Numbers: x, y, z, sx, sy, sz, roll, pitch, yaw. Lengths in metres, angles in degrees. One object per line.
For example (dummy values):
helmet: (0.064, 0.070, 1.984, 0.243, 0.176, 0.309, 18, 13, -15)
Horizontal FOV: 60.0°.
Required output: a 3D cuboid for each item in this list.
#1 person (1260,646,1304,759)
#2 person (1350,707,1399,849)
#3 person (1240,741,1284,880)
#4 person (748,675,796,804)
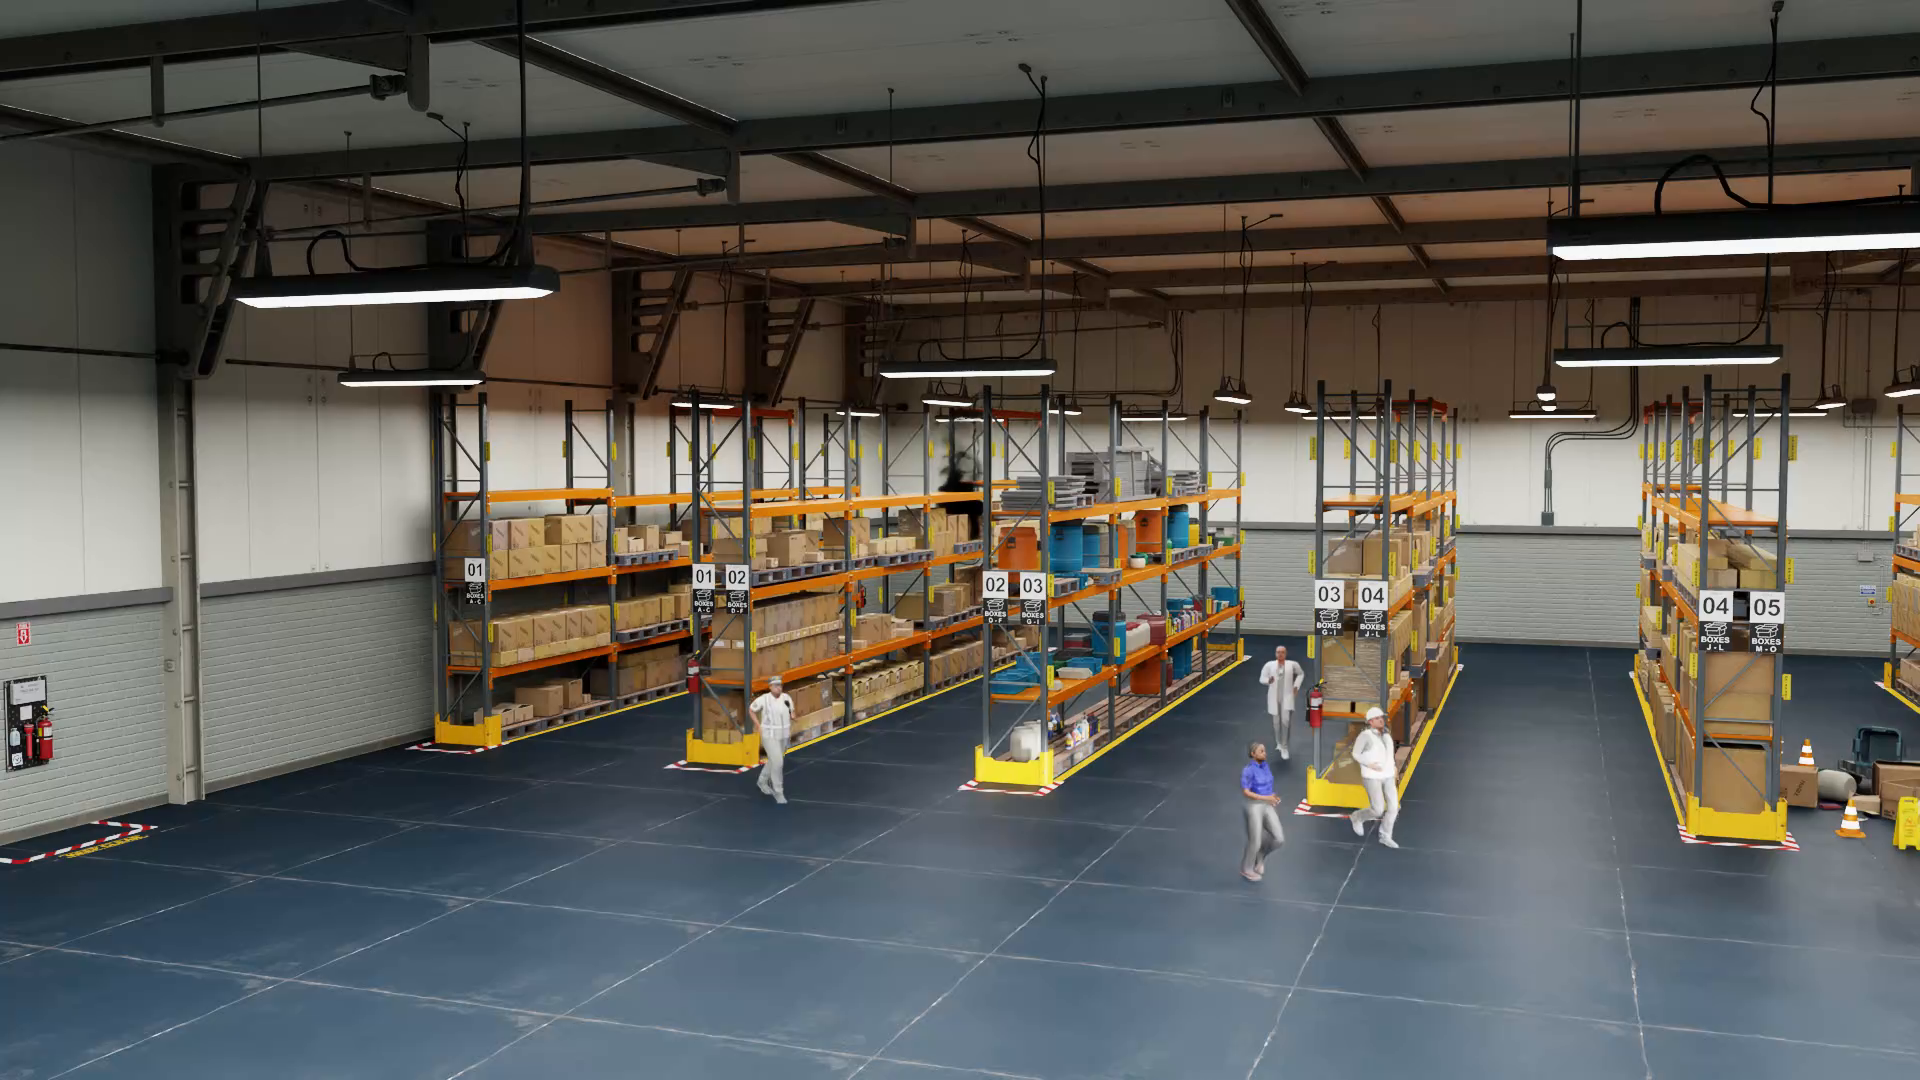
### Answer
person: (5.285, 2.658, 27.376, 0.690, 1.842, 0.823, 1, 3, 18)
person: (5.296, 3.013, 21.203, 0.676, 1.765, 0.704, -2, 3, -29)
person: (3.520, 3.154, 19.342, 0.557, 1.619, 0.597, -2, 4, -37)
person: (-2.658, 2.853, 23.946, 0.630, 1.852, 0.798, -3, 4, -44)
